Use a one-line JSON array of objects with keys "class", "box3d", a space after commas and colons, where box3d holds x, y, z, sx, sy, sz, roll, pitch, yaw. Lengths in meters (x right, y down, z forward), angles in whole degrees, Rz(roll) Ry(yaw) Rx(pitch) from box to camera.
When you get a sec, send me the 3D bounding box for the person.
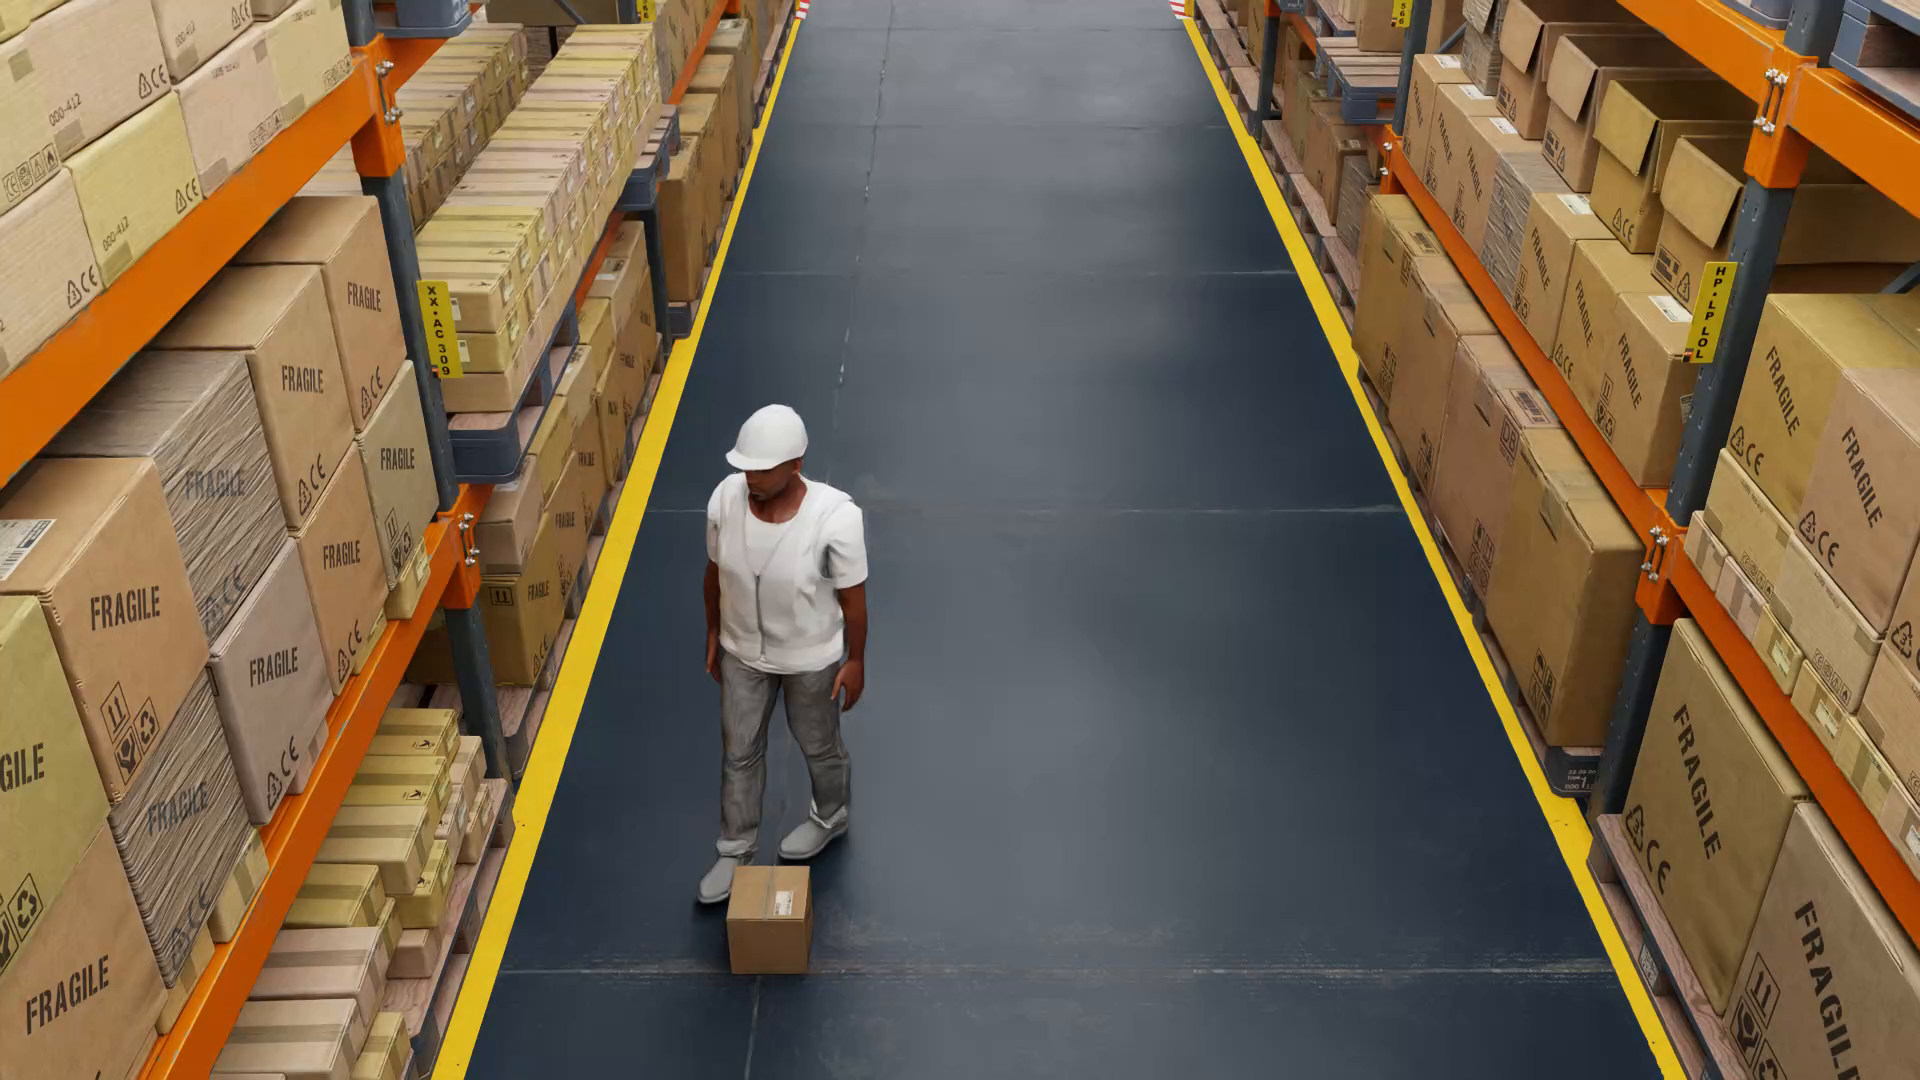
[{"class": "person", "box3d": [-0.620, 0.406, 5.440, 0.577, 1.761, 0.625, 10, 33, 16]}]
